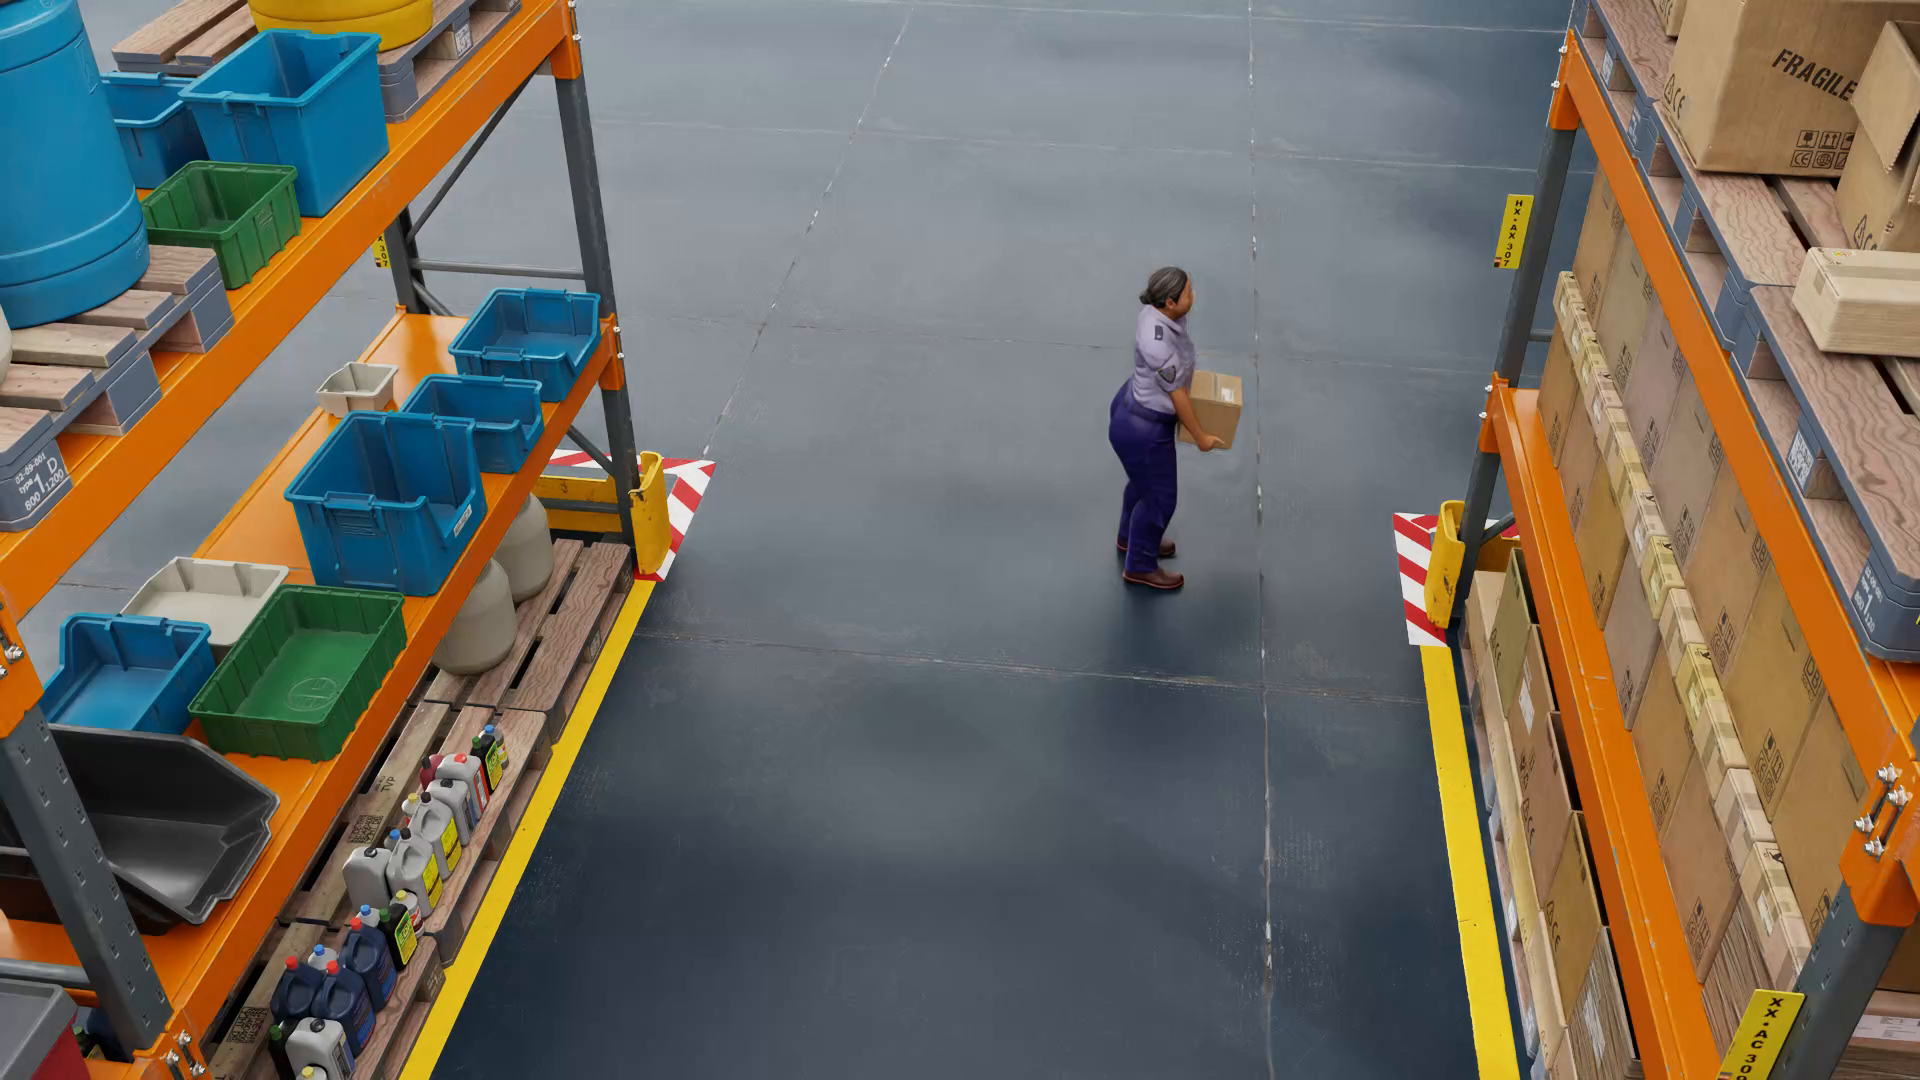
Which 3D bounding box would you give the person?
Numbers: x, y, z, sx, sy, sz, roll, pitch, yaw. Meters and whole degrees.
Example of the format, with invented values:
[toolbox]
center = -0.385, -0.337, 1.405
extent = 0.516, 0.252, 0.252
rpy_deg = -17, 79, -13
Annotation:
[person]
center = 0.967, -0.533, 7.788
extent = 0.537, 1.642, 0.434
rpy_deg = 4, 37, 5
